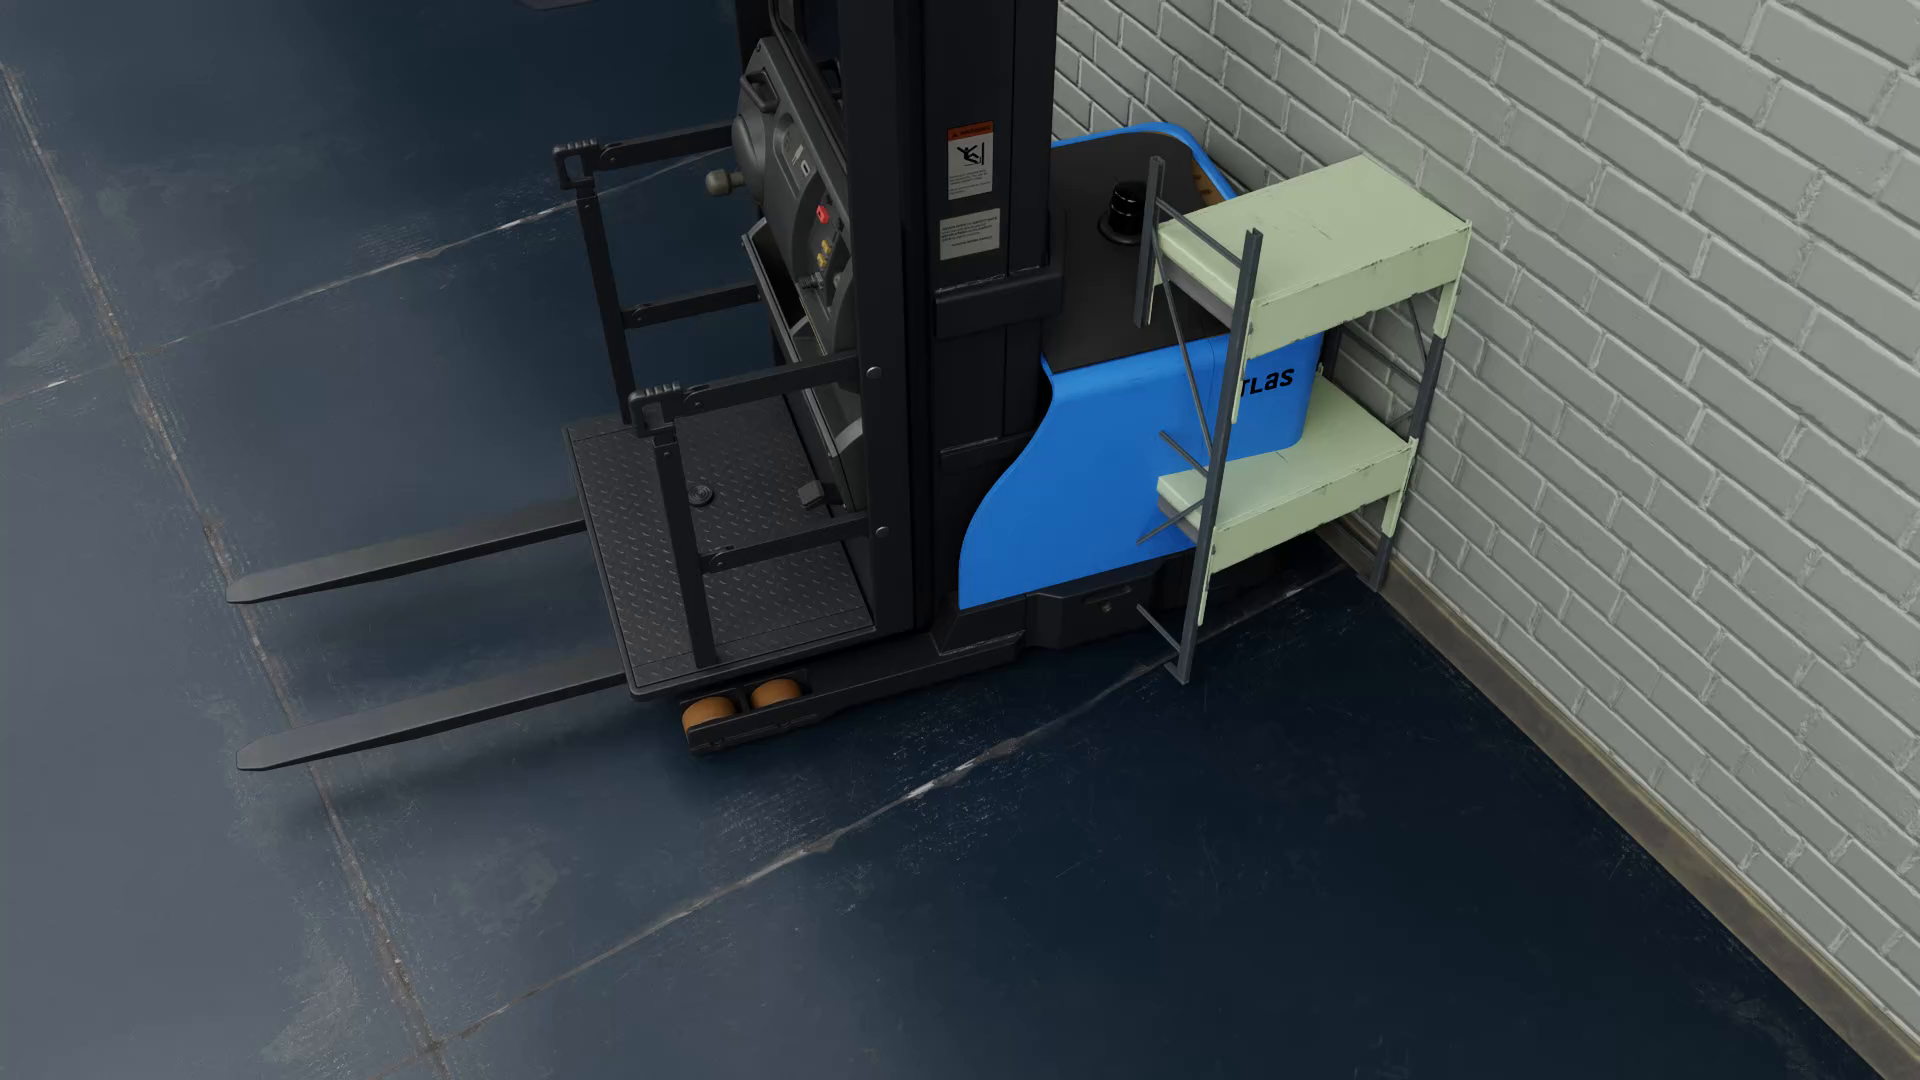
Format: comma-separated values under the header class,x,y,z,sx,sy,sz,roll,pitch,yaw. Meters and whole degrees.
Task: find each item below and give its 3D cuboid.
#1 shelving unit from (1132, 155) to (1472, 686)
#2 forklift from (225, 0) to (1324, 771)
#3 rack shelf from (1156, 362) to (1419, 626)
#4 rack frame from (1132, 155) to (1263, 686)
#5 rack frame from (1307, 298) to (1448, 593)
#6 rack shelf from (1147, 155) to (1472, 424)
class,x,y,z,sx,sy,sz,roll,pitch,yaw
shelving unit,0.866,-0.380,4.511,0.755,1.500,0.431,-22,48,-23
forklift,-0.595,-0.822,4.019,3.031,2.935,1.130,-14,50,-13
rack shelf,0.860,-0.142,4.734,0.720,0.370,0.431,-22,48,-23
rack frame,0.554,-0.253,4.367,0.023,1.500,0.400,-22,48,-23
rack frame,1.177,-0.507,4.656,0.023,1.500,0.400,-22,48,-23
rack shelf,0.873,-0.665,4.245,0.720,0.370,0.431,-22,48,-23
